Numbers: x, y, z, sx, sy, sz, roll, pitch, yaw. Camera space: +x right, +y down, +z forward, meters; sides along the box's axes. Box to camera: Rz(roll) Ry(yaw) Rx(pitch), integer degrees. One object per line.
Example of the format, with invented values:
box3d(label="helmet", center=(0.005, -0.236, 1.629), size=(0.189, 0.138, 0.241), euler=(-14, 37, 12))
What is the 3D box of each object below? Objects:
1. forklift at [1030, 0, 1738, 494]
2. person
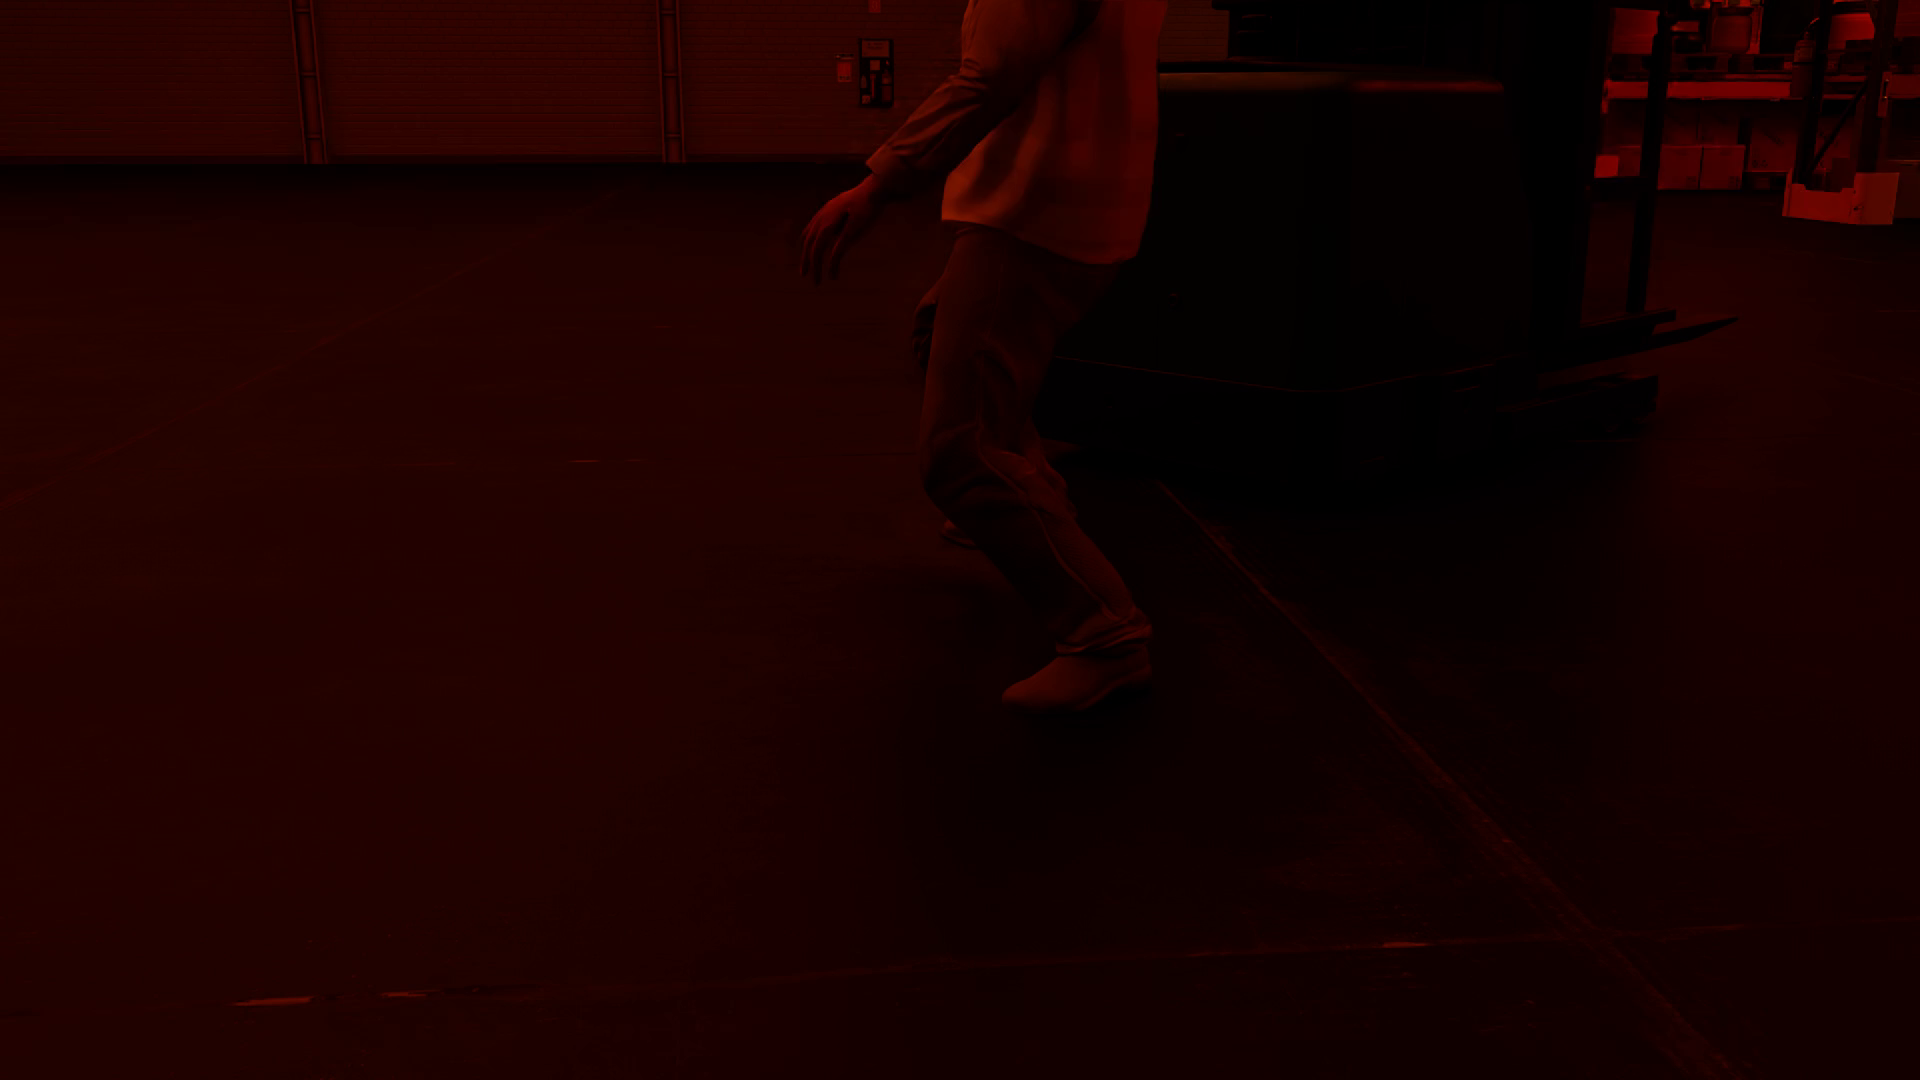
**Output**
box3d(label="forklift", center=(1.603, -1.834, 5.149), size=(3.031, 2.935, 1.130), euler=(-14, 20, -42))
box3d(label="person", center=(0.100, -0.598, 3.031), size=(0.673, 1.656, 0.938), euler=(6, 16, 20))
